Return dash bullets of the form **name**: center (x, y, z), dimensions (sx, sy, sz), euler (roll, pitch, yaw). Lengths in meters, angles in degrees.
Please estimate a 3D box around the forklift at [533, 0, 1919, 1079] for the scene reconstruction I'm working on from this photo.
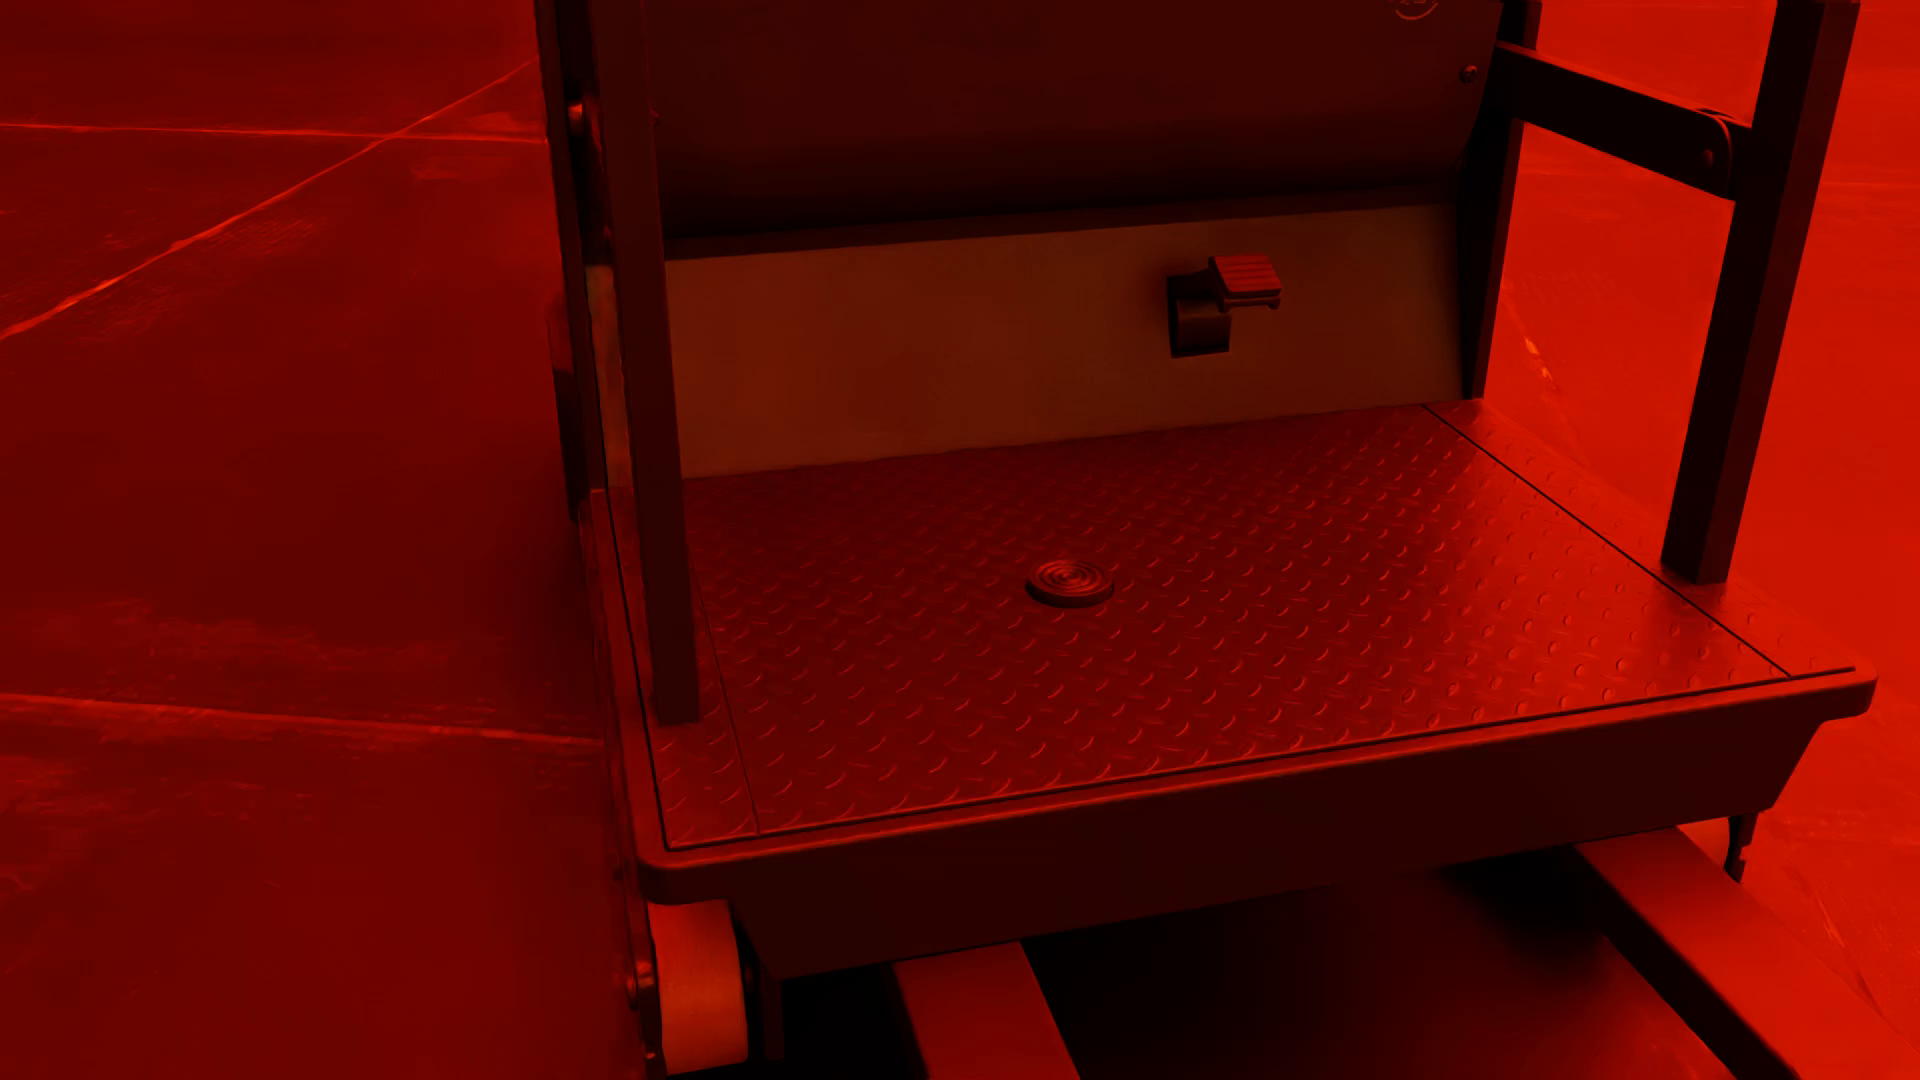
- **forklift**: center (0.172, -1.016, 1.254), dimensions (1.130, 2.935, 3.031), euler (-7, 27, -13)
